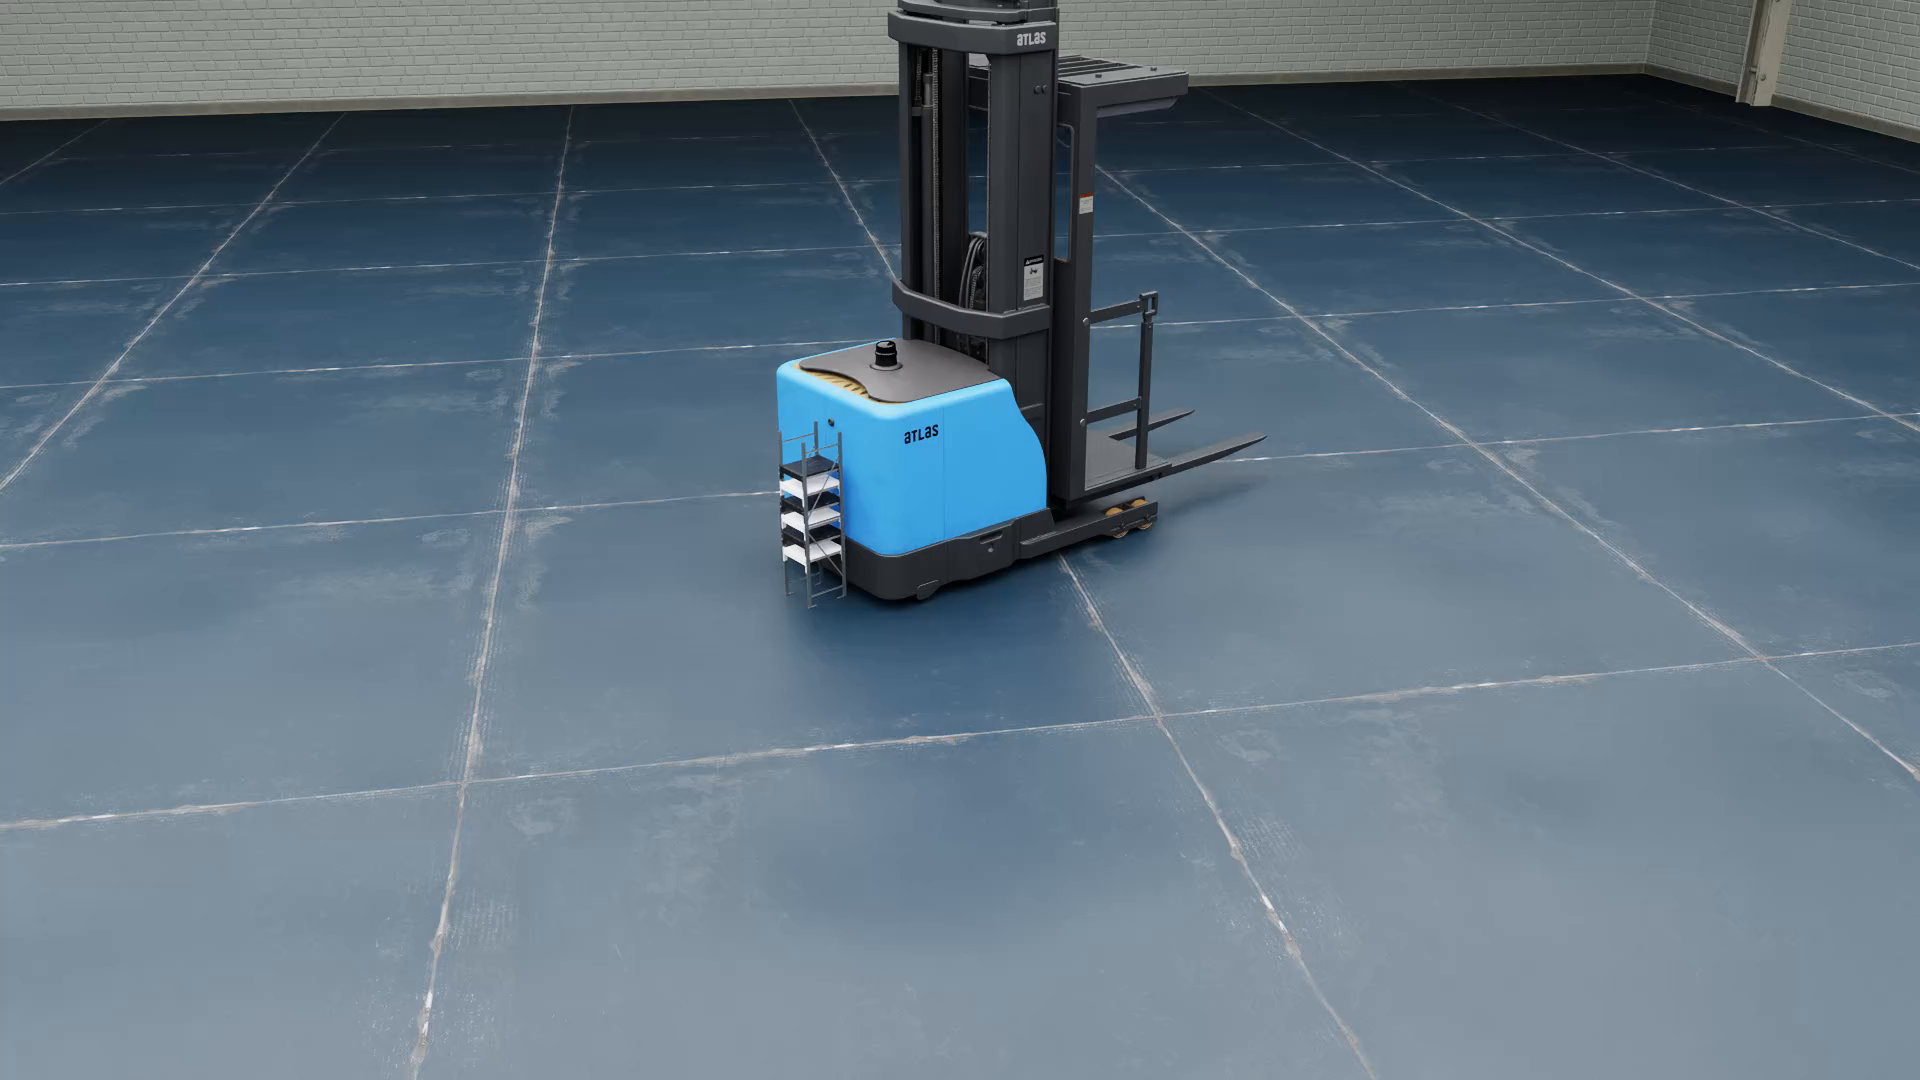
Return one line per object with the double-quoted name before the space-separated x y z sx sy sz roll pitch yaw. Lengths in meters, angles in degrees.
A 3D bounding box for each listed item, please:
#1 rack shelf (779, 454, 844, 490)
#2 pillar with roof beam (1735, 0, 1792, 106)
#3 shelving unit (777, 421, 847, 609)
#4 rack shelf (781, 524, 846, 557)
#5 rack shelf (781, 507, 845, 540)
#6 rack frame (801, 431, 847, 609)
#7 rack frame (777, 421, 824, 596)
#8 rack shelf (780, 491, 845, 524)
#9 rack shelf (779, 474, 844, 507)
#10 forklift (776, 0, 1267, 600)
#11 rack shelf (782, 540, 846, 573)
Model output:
"rack shelf" -0.745 -0.342 8.318 0.258 0.077 0.200 -19 30 -36
"pillar with roof beam" 6.835 -9.892 20.655 9.100 9.000 0.400 -4 24 -10
"shelving unit" -0.745 -0.125 8.412 0.258 0.900 0.210 -19 30 -36
"rack shelf" -0.745 -0.012 8.462 0.258 0.077 0.200 -19 30 -36
"rack shelf" -0.745 -0.095 8.426 0.258 0.077 0.200 -19 30 -36
"rack frame" -0.679 -0.094 8.341 0.240 0.900 0.006 -19 30 -36
"rack frame" -0.810 -0.156 8.484 0.240 0.900 0.006 -19 30 -36
"rack shelf" -0.745 -0.177 8.390 0.258 0.077 0.200 -19 30 -36
"rack shelf" -0.745 -0.260 8.354 0.258 0.077 0.200 -19 30 -36
"forklift" 0.491 -1.501 9.026 3.031 2.935 1.130 -18 29 -35
"rack shelf" -0.745 0.070 8.498 0.258 0.077 0.200 -19 30 -36
